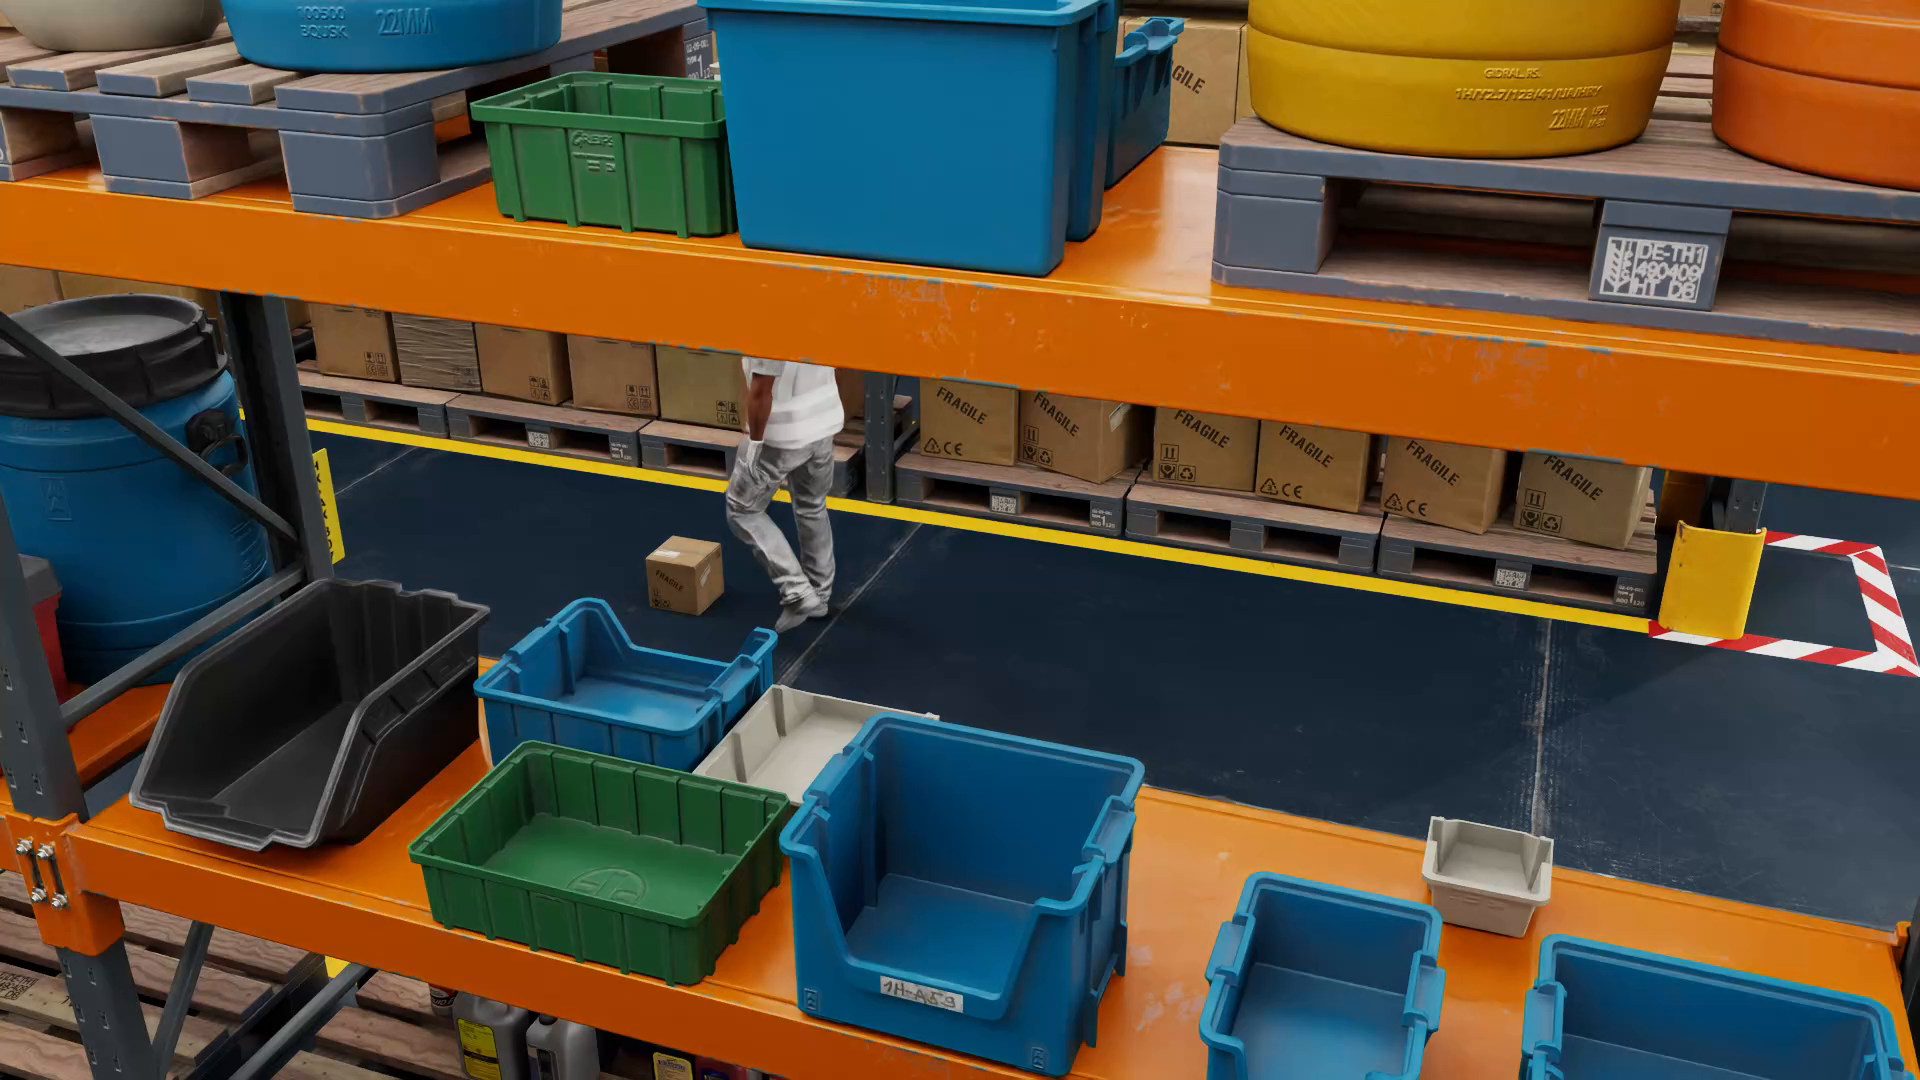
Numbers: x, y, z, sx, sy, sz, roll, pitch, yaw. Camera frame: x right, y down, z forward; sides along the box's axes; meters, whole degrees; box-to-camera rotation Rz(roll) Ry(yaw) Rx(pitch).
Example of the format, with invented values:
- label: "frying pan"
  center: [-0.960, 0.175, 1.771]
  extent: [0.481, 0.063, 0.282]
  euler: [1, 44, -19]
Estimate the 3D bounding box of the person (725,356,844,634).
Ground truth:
- label: "person"
  center: [-0.678, -0.453, 6.988]
  extent: [0.517, 1.778, 0.622]
  euler: [22, 33, 38]
